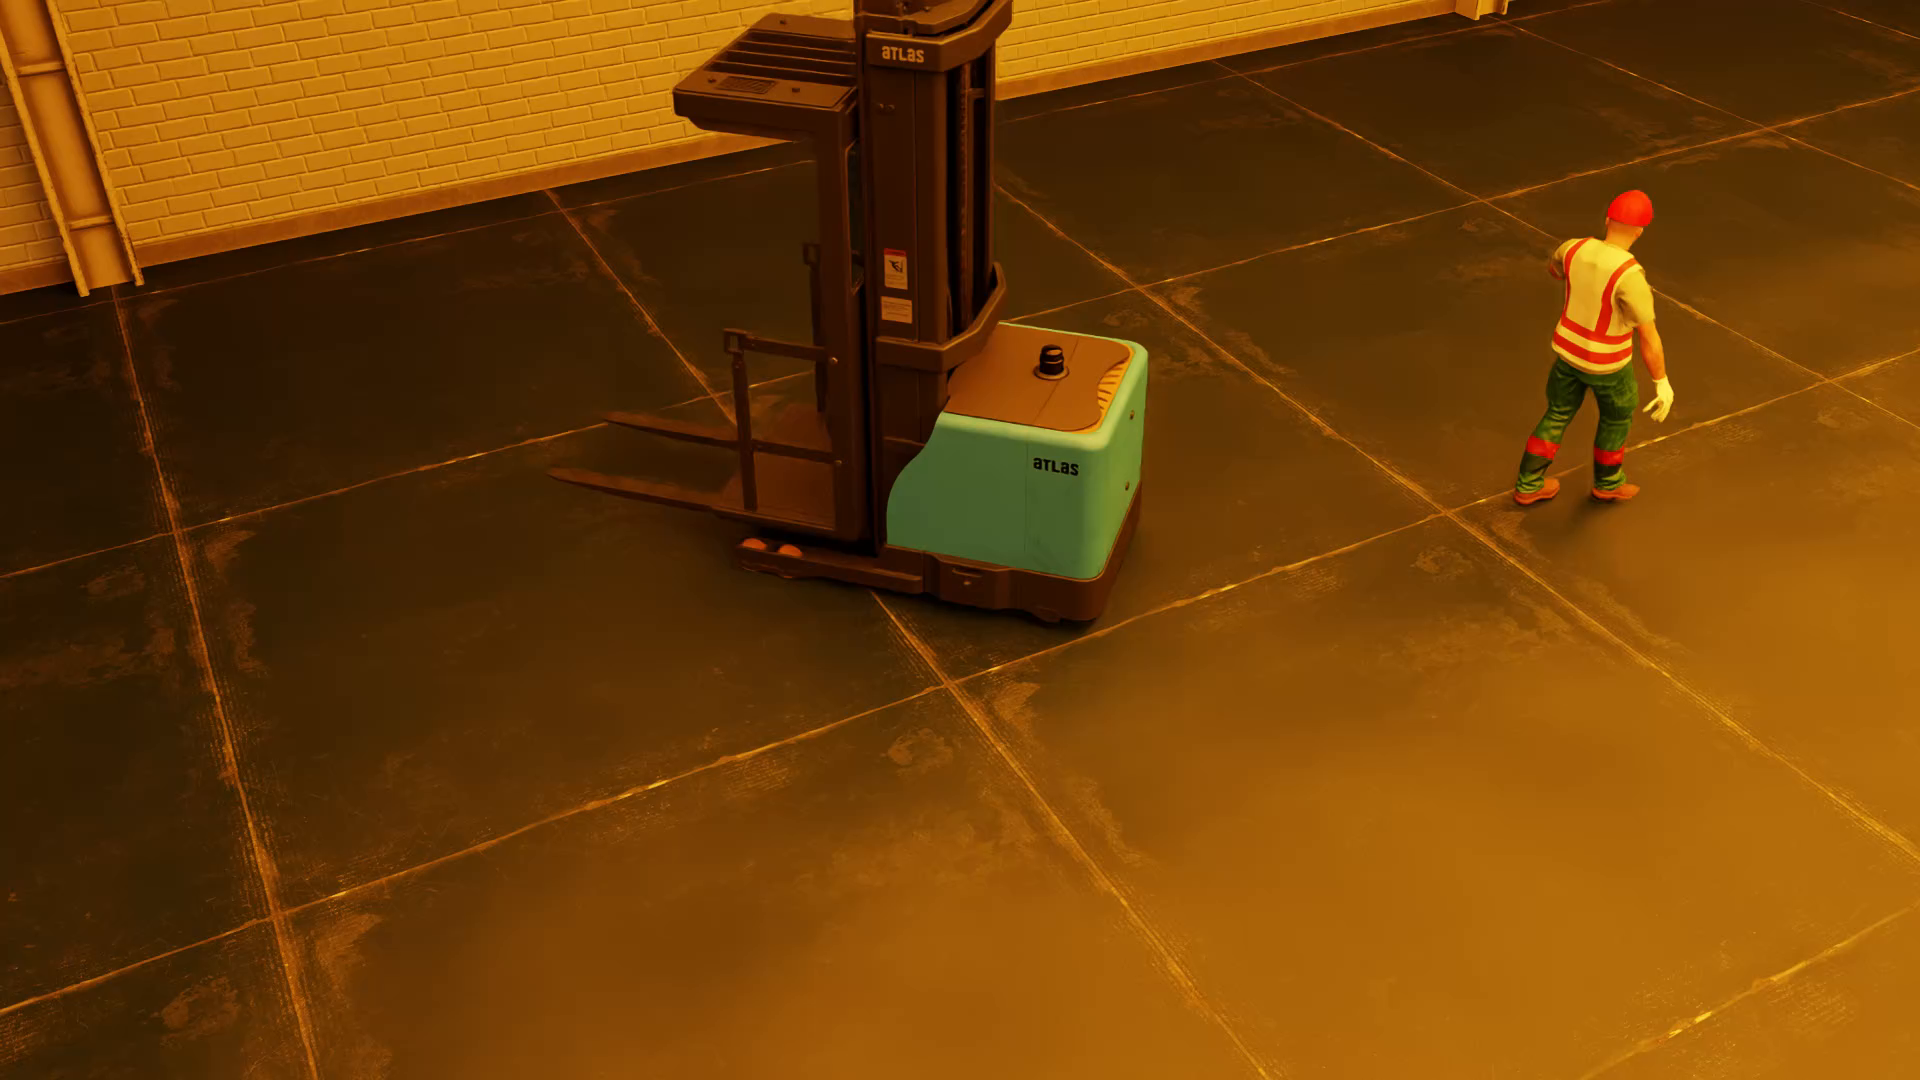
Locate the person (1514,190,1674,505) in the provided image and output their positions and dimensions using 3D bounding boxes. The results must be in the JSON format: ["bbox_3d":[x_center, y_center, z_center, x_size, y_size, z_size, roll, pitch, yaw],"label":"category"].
[{"bbox_3d":[3.337,-0.949,8.507,0.698,1.781,1.031,-18,39,-23],"label":"person"}]

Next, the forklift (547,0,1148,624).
[{"bbox_3d":[-0.636,-1.282,7.937,3.031,2.935,1.130,10,37,14],"label":"forklift"}]
